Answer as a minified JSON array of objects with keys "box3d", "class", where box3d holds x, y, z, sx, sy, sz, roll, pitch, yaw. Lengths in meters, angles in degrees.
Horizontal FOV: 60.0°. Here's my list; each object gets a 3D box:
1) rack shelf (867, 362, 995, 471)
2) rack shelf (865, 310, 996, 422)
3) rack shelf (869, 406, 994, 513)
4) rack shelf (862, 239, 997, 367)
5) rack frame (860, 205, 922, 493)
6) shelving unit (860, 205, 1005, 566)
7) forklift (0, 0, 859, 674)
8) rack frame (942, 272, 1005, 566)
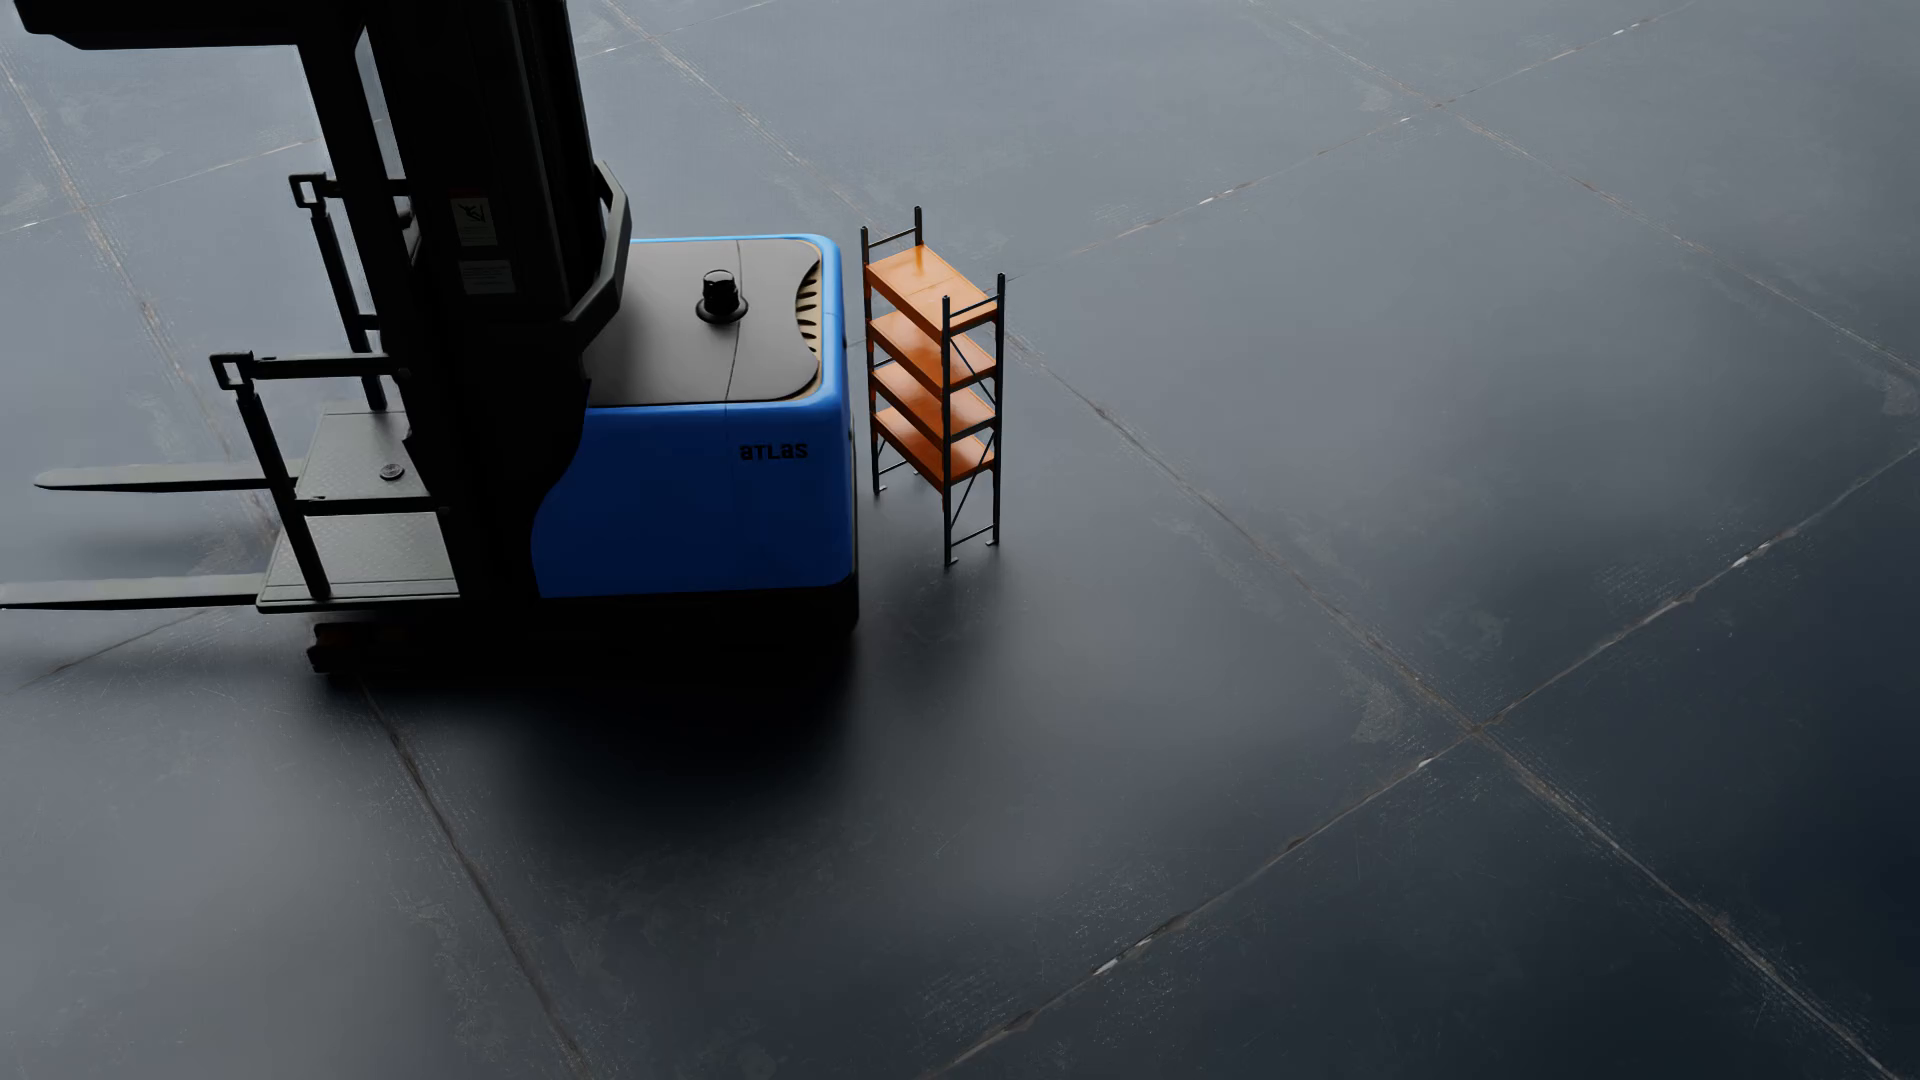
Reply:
[{"box3d":[-0.095,-0.479,5.980,0.258,0.148,0.480,-26,49,-24],"class":"rack shelf"},{"box3d":[-0.095,-0.641,5.826,0.258,0.148,0.480,-26,49,-24],"class":"rack shelf"},{"box3d":[-0.095,-0.335,6.117,0.258,0.148,0.480,-26,49,-24],"class":"rack shelf"},{"box3d":[-0.095,-0.812,5.663,0.258,0.148,0.480,-26,49,-24],"class":"rack shelf"},{"box3d":[-0.234,-0.666,6.079,0.240,1.200,0.015,-26,49,-24],"class":"rack frame"},{"box3d":[-0.095,-0.528,5.934,0.258,1.200,0.503,-26,49,-24],"class":"shelving unit"},{"box3d":[-1.893,-0.974,5.147,3.031,2.935,1.130,-2,44,-2],"class":"forklift"},{"box3d":[0.045,-0.390,5.789,0.240,1.200,0.015,-26,49,-24],"class":"rack frame"}]
